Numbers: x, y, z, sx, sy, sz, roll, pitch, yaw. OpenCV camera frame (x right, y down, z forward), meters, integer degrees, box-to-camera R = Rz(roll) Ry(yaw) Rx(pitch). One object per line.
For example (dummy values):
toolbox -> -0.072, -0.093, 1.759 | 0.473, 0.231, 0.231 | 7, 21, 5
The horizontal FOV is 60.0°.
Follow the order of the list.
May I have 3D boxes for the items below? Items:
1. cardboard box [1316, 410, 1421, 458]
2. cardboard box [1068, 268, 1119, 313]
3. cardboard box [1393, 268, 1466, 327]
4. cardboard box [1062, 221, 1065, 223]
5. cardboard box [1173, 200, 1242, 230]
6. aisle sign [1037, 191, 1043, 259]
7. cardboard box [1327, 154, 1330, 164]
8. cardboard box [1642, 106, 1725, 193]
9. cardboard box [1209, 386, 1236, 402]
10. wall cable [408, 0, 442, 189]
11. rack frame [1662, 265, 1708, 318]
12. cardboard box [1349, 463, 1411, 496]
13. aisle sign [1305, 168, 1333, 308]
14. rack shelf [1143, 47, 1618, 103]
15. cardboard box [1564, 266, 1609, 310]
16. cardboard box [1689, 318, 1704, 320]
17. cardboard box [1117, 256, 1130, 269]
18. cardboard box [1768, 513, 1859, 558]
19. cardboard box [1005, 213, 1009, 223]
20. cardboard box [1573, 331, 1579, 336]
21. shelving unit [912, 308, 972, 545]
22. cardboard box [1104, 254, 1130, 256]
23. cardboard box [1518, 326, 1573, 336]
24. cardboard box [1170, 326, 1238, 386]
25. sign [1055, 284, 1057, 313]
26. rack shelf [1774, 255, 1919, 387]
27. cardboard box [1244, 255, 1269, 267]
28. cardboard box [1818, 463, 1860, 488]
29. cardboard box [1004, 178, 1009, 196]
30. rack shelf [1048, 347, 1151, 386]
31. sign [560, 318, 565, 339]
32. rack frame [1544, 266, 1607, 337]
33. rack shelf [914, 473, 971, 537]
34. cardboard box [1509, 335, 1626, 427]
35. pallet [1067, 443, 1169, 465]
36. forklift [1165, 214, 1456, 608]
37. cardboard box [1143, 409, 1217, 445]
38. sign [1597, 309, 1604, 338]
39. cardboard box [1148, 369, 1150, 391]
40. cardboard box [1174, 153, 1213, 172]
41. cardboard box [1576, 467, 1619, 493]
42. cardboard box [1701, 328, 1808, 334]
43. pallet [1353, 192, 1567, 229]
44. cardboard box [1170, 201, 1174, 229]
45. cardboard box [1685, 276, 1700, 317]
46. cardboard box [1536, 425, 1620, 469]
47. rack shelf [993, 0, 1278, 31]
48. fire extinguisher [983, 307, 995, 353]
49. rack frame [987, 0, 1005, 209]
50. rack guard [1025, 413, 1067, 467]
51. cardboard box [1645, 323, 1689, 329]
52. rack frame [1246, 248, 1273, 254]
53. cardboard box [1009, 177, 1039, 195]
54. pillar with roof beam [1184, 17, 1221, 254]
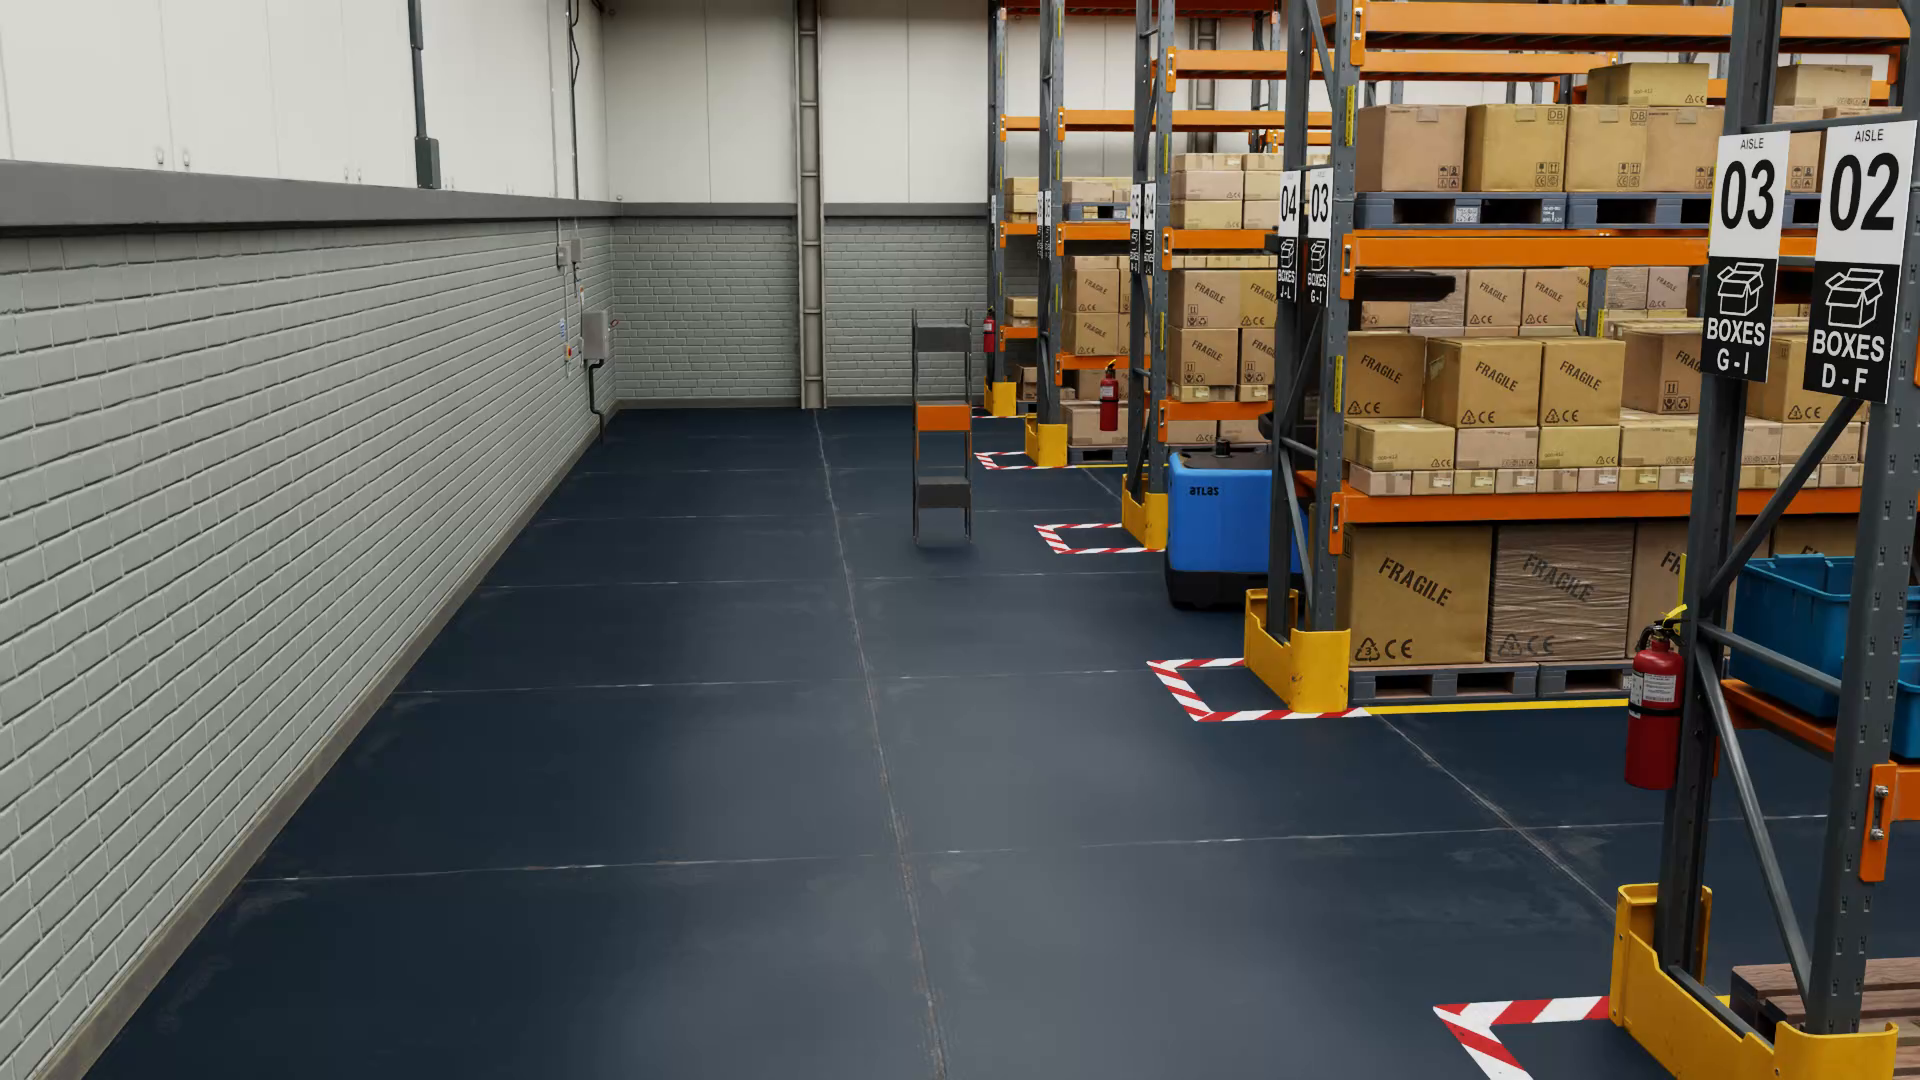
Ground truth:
cardboard box -> 2.587, -0.680, 10.551 | 0.500, 0.250, 0.500 | -1, 11, -7
cardboard box -> 1.571, -2.942, 19.589 | 0.500, 0.500, 0.500 | -1, 11, -7
cardboard box -> 4.213, -2.188, 14.979 | 0.500, 0.500, 0.500 | -1, 11, -5
cardboard box -> 1.380, -4.722, 24.370 | 0.250, 0.149, 0.380 | -1, 11, -6
cardboard box -> 2.172, -2.859, 14.628 | 0.500, 0.250, 0.500 | -1, 11, -4
aisle sign -> 0.958, -3.781, 19.966 | 0.004, 0.787, 0.394 | -1, 11, -6
cardboard box -> 3.337, -3.314, 14.613 | 0.250, 0.149, 0.380 | -1, 11, -4
cardboard box -> 4.269, -2.384, 10.219 | 0.500, 0.500, 0.700 | -1, 11, -4
cardboard box -> 2.304, -1.334, 14.911 | 0.250, 0.149, 0.380 | -1, 11, -4
wall cable -> -3.860, -5.612, 12.129 | 0.120, 5.999, 2.277 | -1, 11, -6
rack frame -> 9.017, -2.614, 20.770 | 0.127, 3.000, 1.000 | -1, 11, -6
cardboard box -> 2.522, -0.368, 9.995 | 0.250, 0.149, 0.380 | -1, 11, -5
aisle sign -> 2.094, -1.763, 9.704 | 0.004, 0.787, 0.394 | -1, 11, -6
rack shelf -> 3.687, -4.131, 14.807 | 4.000, 0.370, 1.077 | -1, 11, -6
cardboard box -> 7.527, -3.071, 20.245 | 0.500, 0.500, 0.500 | -1, 11, -6
cardboard box -> 7.083, -2.025, 15.793 | 0.250, 0.149, 0.380 | -2, 11, -8
cardboard box -> 1.970, -3.262, 19.534 | 0.250, 0.149, 0.380 | -1, 11, -4
cardboard box -> 5.445, 0.205, 10.852 | 0.875, 0.875, 0.875 | -1, 11, -6
cardboard box -> 0.817, -4.799, 24.758 | 0.250, 0.149, 0.380 | -1, 11, -5
cardboard box -> 7.533, -2.459, 20.371 | 0.500, 0.250, 0.500 | -1, 11, -7
shelving unit -> -0.165, -1.027, 15.030 | 0.503, 2.100, 0.431 | -1, 11, -6
cardboard box -> 1.896, -3.383, 20.147 | 0.250, 0.149, 0.380 | -1, 11, -7
cardboard box -> 5.225, -1.714, 15.163 | 0.500, 0.500, 0.500 | -1, 11, -6
cardboard box -> 2.175, -1.651, 14.844 | 0.500, 0.500, 0.500 | -1, 11, -3
sign -> 1.117, -2.804, 19.289 | 0.005, 0.325, 0.100 | -1, 11, -6
rack shelf -> 4.657, -0.757, 5.416 | 4.000, 0.370, 1.077 | -1, 11, -6
cardboard box -> 3.490, -3.307, 19.761 | 0.250, 0.149, 0.380 | -1, 11, -7
cardboard box -> 5.331, -0.427, 10.297 | 0.250, 0.149, 0.380 | -1, 11, -7
cardboard box -> 0.935, -5.251, 24.731 | 0.500, 0.250, 0.500 | -2, 11, -8
rack shelf -> 3.052, -2.136, 20.204 | 4.000, 0.370, 1.077 | -1, 11, -6
sign -> -4.595, -2.447, 19.222 | 0.001, 0.218, 0.327 | -1, 11, -6
rack frame -> 5.675, -1.583, 15.528 | 0.127, 3.000, 1.000 | -1, 11, -6
rack shelf -> -0.165, -0.327, 15.168 | 0.480, 0.518, 0.431 | -1, 11, -6
cardboard box -> 3.651, -0.968, 10.070 | 0.500, 0.500, 0.500 | -2, 11, -8
pallet -> 1.850, -1.111, 20.352 | 1.213, 0.211, 1.003 | -1, 11, -6
forklift -> 3.132, -0.979, 12.634 | 3.031, 2.935, 1.130 | 1, 11, 4
cardboard box -> 2.618, -1.450, 20.402 | 0.875, 0.438, 0.875 | -1, 11, -5
sign -> 5.741, -1.904, 14.916 | 0.005, 0.325, 0.100 | -1, 11, -6
cardboard box -> 3.028, -2.405, 25.100 | 0.500, 0.500, 0.700 | -2, 11, -8
cardboard box -> 2.045, -3.302, 14.555 | 0.250, 0.149, 0.380 | -1, 11, -7
cardboard box -> 3.800, -0.395, 10.134 | 0.250, 0.149, 0.380 | -1, 11, -7
cardboard box -> 5.116, -1.101, 10.747 | 0.500, 0.500, 0.500 | -1, 11, -6
pallet -> 2.870, -1.993, 10.063 | 1.213, 0.211, 1.003 | -1, 11, -6
cardboard box -> 2.122, -2.959, 15.136 | 0.500, 0.250, 0.500 | -1, 11, -7
cardboard box -> 9.438, -3.078, 21.011 | 0.500, 0.500, 0.500 | -2, 11, -8
cardboard box -> 3.656, -0.599, 10.140 | 0.500, 0.250, 0.500 | -2, 11, -8
rack shelf -> 2.512, -7.662, 24.146 | 4.000, 0.370, 1.077 | -1, 11, -6
fire extinguisher -> 0.427, -3.086, 24.341 | 0.183, 0.674, 0.296 | -1, 11, -6
rack frame -> 0.524, -6.343, 24.185 | 0.127, 3.000, 1.000 | -1, 11, -6
rack guard -> 1.039, -1.220, 20.161 | 0.348, 0.500, 1.175 | -1, 11, -6
cardboard box -> 6.393, -1.885, 15.083 | 0.250, 0.149, 0.380 | -1, 11, -4
rack frame -> 4.500, -3.482, 25.188 | 0.127, 3.000, 1.000 | -1, 11, -6
cardboard box -> 0.992, -5.150, 24.214 | 0.500, 0.250, 0.500 | -1, 11, -7
pillar with roof beam -> 4.176, -5.759, 21.215 | 0.548, 9.000, 9.100 | -1, 11, -6
